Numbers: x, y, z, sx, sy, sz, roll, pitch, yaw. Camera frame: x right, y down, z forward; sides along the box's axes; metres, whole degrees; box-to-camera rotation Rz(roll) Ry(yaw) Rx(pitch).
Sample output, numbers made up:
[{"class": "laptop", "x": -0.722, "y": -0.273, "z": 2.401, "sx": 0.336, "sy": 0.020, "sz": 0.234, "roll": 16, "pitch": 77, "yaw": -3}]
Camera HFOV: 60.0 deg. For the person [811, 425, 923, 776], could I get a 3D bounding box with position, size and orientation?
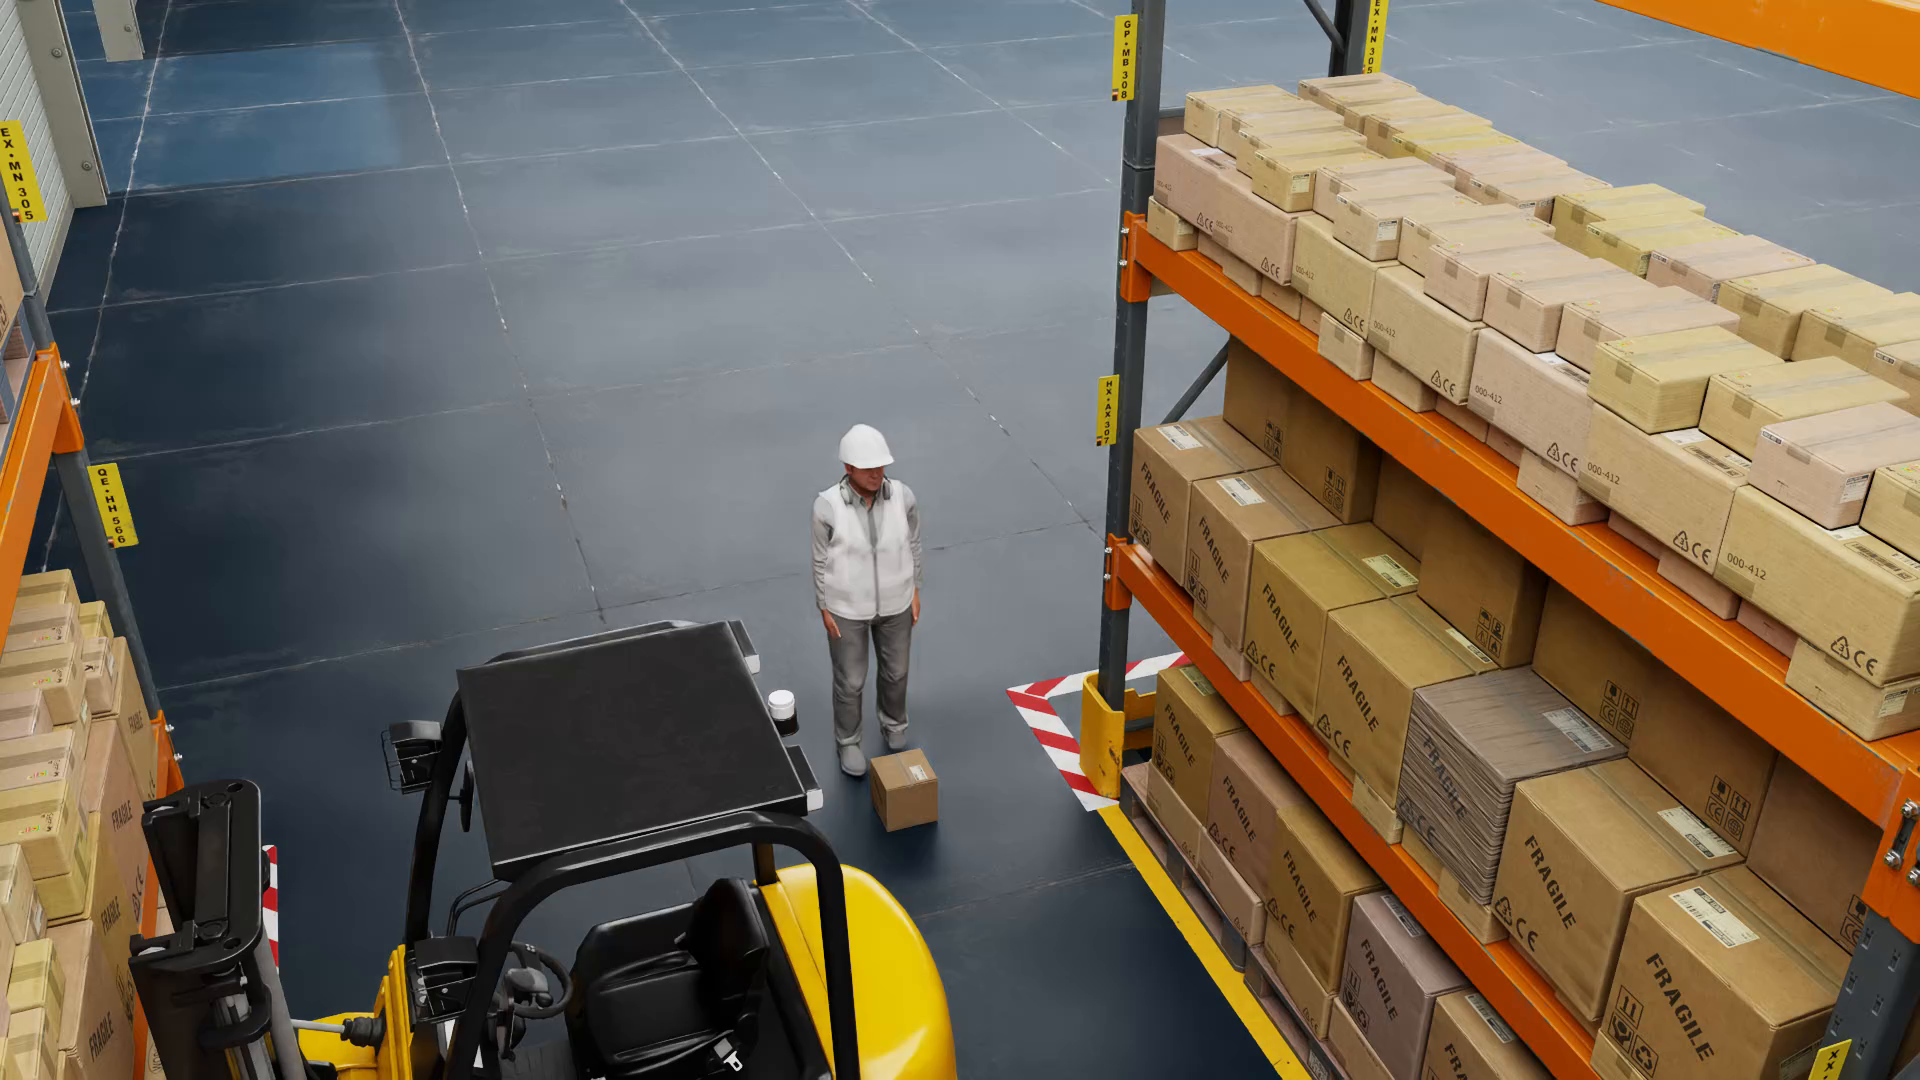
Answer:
[{"class": "person", "x": -0.419, "y": 0.316, "z": 7.837, "sx": 0.534, "sy": 1.838, "sz": 0.374, "roll": -10, "pitch": 31, "yaw": -17}]
